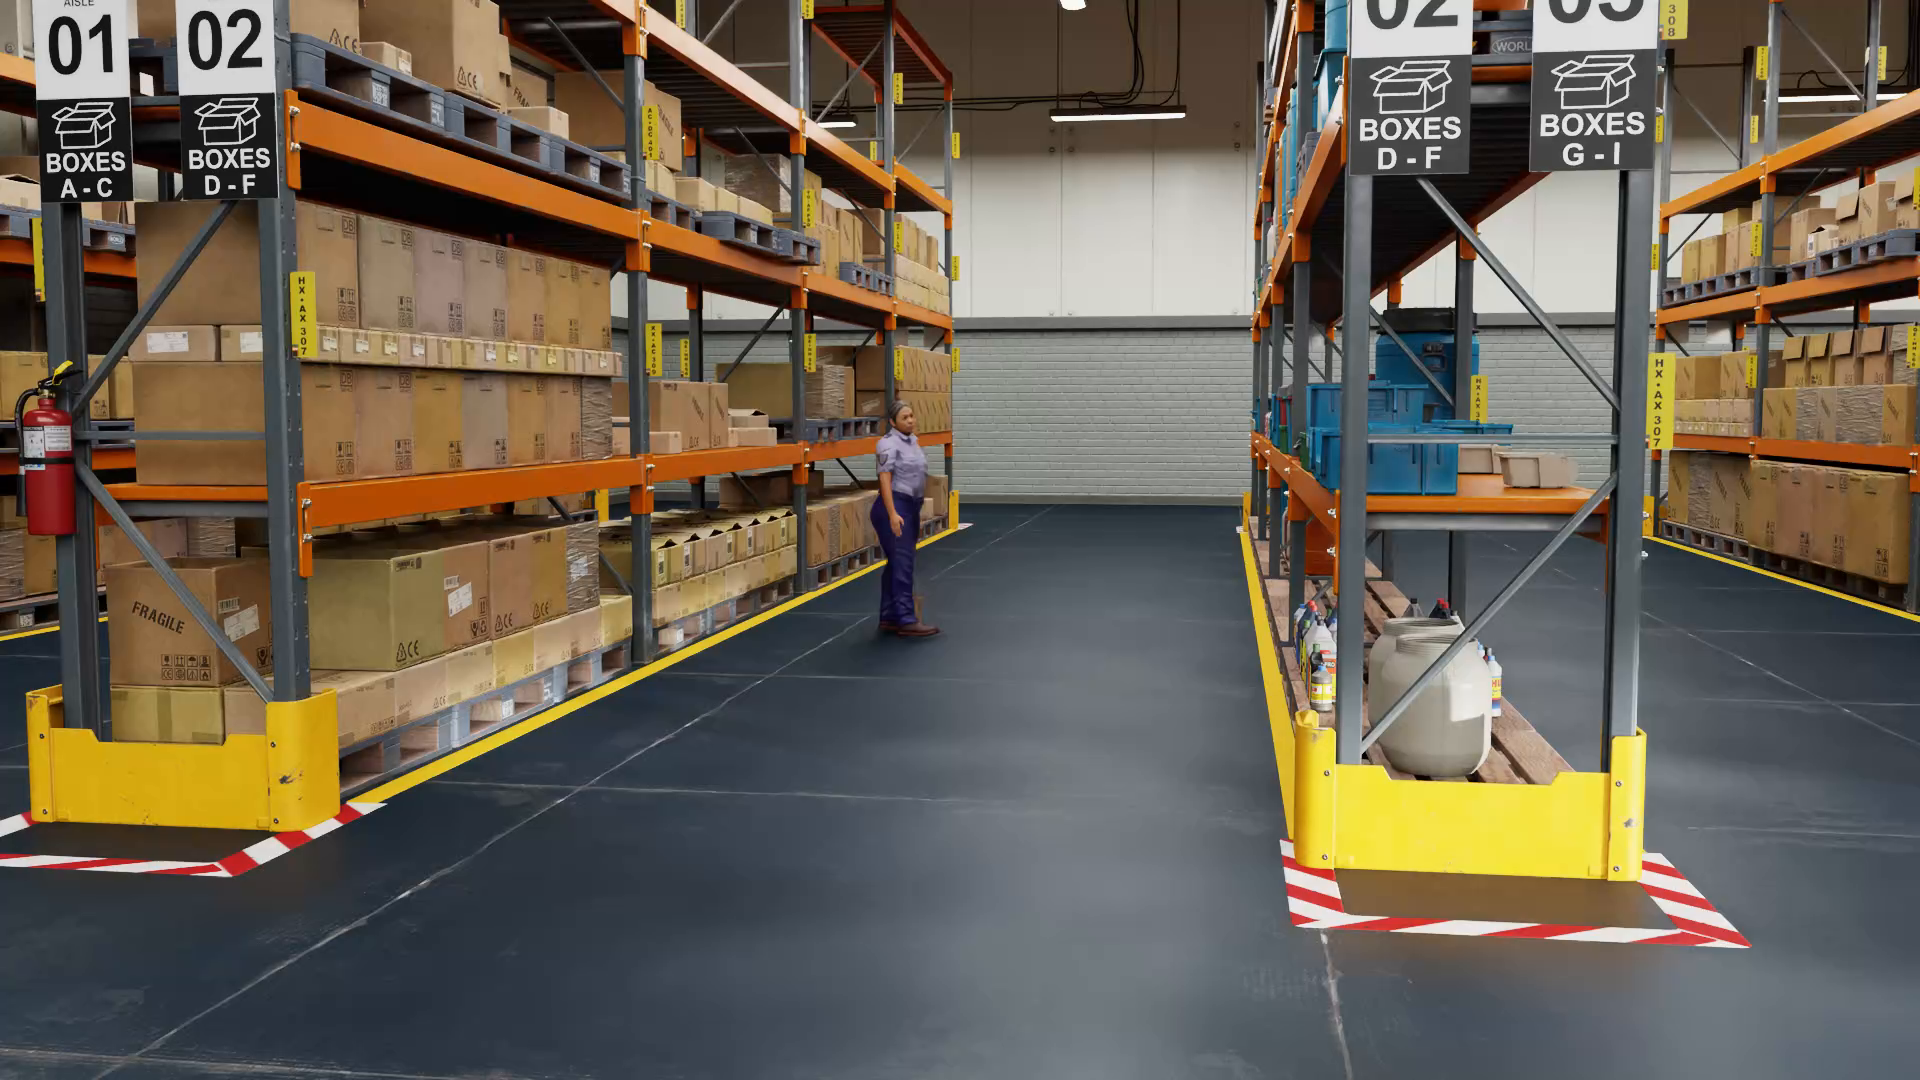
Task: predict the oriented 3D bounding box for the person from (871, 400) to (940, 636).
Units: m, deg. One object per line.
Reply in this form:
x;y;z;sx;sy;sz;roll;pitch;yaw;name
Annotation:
-0.360;-0.155;11.673;0.540;1.648;0.580;2;5;19;person
